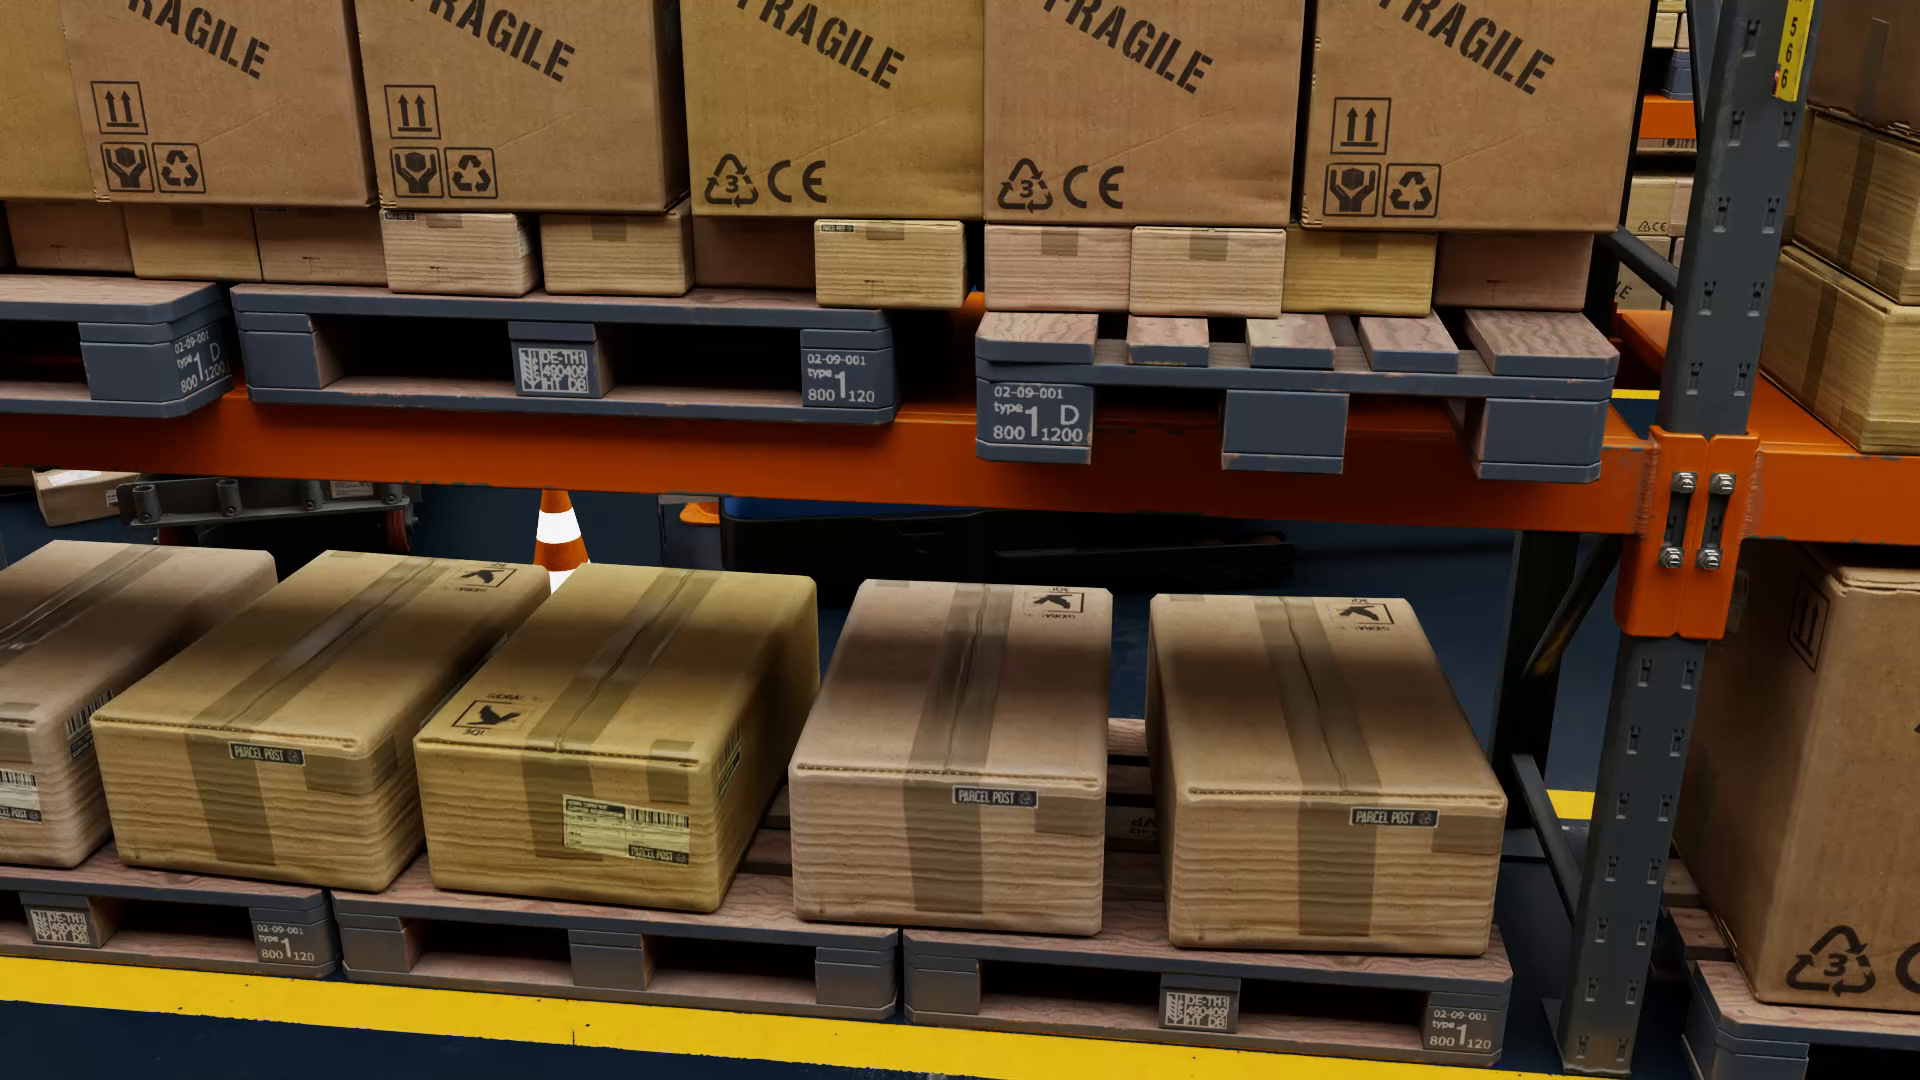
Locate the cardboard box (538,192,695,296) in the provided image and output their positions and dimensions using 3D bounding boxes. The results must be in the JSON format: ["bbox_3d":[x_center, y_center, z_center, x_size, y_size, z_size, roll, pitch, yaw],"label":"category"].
[{"bbox_3d":[-0.590,-0.567,3.064,0.250,0.149,0.380,2,22,5],"label":"cardboard box"}]

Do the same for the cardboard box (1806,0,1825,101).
[{"bbox_3d":[1.855,-1.107,3.163,0.500,0.500,0.500,2,22,5],"label":"cardboard box"}]

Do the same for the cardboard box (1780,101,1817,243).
[{"bbox_3d":[1.822,-0.756,3.297,0.500,0.250,0.500,2,22,6],"label":"cardboard box"}]

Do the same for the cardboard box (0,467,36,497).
[{"bbox_3d":[-3.661,-0.581,6.541,0.503,0.637,0.797,2,22,6],"label":"cardboard box"}]

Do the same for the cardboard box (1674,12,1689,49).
[{"bbox_3d":[3.281,-2.274,7.383,0.250,0.149,0.380,3,22,8],"label":"cardboard box"}]

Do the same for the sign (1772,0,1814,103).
[{"bbox_3d":[1.257,-0.825,2.480,0.005,0.325,0.100,2,22,6],"label":"sign"}]

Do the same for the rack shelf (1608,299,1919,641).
[{"bbox_3d":[3.297,-0.101,3.094,4.000,0.370,1.077,2,22,6],"label":"rack shelf"}]

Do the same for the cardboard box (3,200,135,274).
[{"bbox_3d":[-1.612,-0.636,3.239,0.250,0.149,0.380,4,22,10],"label":"cardboard box"}]

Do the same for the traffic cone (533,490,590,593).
[{"bbox_3d":[-1.265,0.027,5.241,0.334,0.463,0.336,2,22,6],"label":"traffic cone"}]

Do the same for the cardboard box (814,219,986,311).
[{"bbox_3d":[-0.096,-0.529,2.969,0.250,0.149,0.380,3,22,7],"label":"cardboard box"}]

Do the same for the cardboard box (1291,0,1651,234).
[{"bbox_3d":[0.827,-0.820,2.823,0.500,0.500,0.500,2,22,5],"label":"cardboard box"}]

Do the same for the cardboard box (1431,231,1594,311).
[{"bbox_3d":[0.958,-0.529,2.968,0.250,0.149,0.380,3,22,8],"label":"cardboard box"}]

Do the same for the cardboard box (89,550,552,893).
[{"bbox_3d":[-1.426,0.383,3.893,0.625,0.372,0.950,4,22,10],"label":"cardboard box"}]

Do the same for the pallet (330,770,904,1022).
[{"bbox_3d":[-0.673,0.687,3.916,1.213,0.211,1.003,2,22,6],"label":"pallet"}]

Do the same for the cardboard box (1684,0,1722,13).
[{"bbox_3d":[3.282,-2.413,7.329,0.250,0.149,0.380,3,22,6],"label":"cardboard box"}]

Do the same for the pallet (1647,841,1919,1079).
[{"bbox_3d":[2.085,0.836,3.537,1.213,0.211,1.003,2,22,6],"label":"pallet"}]

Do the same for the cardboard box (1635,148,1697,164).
[{"bbox_3d":[3.509,-1.736,8.059,0.500,0.250,0.500,3,22,8],"label":"cardboard box"}]

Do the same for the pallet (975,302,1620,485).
[{"bbox_3d":[0.591,-0.425,3.195,1.003,0.211,1.213,2,22,6],"label":"pallet"}]

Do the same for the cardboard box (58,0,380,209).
[{"bbox_3d":[-1.242,-0.902,3.030,0.500,0.500,0.500,2,22,6],"label":"cardboard box"}]

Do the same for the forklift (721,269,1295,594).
[{"bbox_3d":[0.682,-1.390,5.469,3.031,2.935,1.130,-3,22,-7],"label":"forklift"}]

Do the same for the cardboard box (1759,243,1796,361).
[{"bbox_3d":[1.844,-0.525,3.392,0.500,0.250,0.500,2,22,4],"label":"cardboard box"}]

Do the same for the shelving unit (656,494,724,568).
[{"bbox_3d":[-0.933,-0.366,5.640,0.210,0.900,0.258,-3,22,-7],"label":"shelving unit"}]

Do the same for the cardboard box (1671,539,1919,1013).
[{"bbox_3d":[1.987,0.331,3.341,0.875,0.875,0.875,2,22,6],"label":"cardboard box"}]

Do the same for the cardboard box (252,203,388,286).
[{"bbox_3d":[-1.116,-0.598,3.143,0.250,0.149,0.380,3,22,7],"label":"cardboard box"}]

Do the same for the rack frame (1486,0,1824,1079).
[{"bbox_3d":[1.311,-0.522,3.180,0.127,3.000,1.000,2,22,6],"label":"rack frame"}]

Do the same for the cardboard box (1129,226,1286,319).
[{"bbox_3d":[0.428,-0.508,2.916,0.250,0.149,0.380,2,22,6],"label":"cardboard box"}]

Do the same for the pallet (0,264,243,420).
[{"bbox_3d":[-1.919,-0.520,3.435,1.213,0.211,1.003,2,22,6],"label":"pallet"}]

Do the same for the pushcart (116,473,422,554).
[{"bbox_3d":[-2.442,-0.310,6.211,0.936,0.377,1.648,-5,22,-12],"label":"pushcart"}]

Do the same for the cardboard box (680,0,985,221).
[{"bbox_3d":[-0.189,-0.860,2.923,0.500,0.500,0.500,1,22,3],"label":"cardboard box"}]

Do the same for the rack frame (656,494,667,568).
[{"bbox_3d":[-1.034,-0.361,5.628,0.006,0.900,0.240,-3,22,-7],"label":"rack frame"}]

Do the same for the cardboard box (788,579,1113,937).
[{"bbox_3d":[0.017,0.448,3.730,0.625,0.372,0.950,2,22,5],"label":"cardboard box"}]

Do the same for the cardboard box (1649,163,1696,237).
[{"bbox_3d":[3.443,-1.549,7.587,0.500,0.250,0.500,3,22,7],"label":"cardboard box"}]

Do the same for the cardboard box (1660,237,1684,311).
[{"bbox_3d":[3.476,-1.202,7.728,0.500,0.500,0.500,2,22,5],"label":"cardboard box"}]
